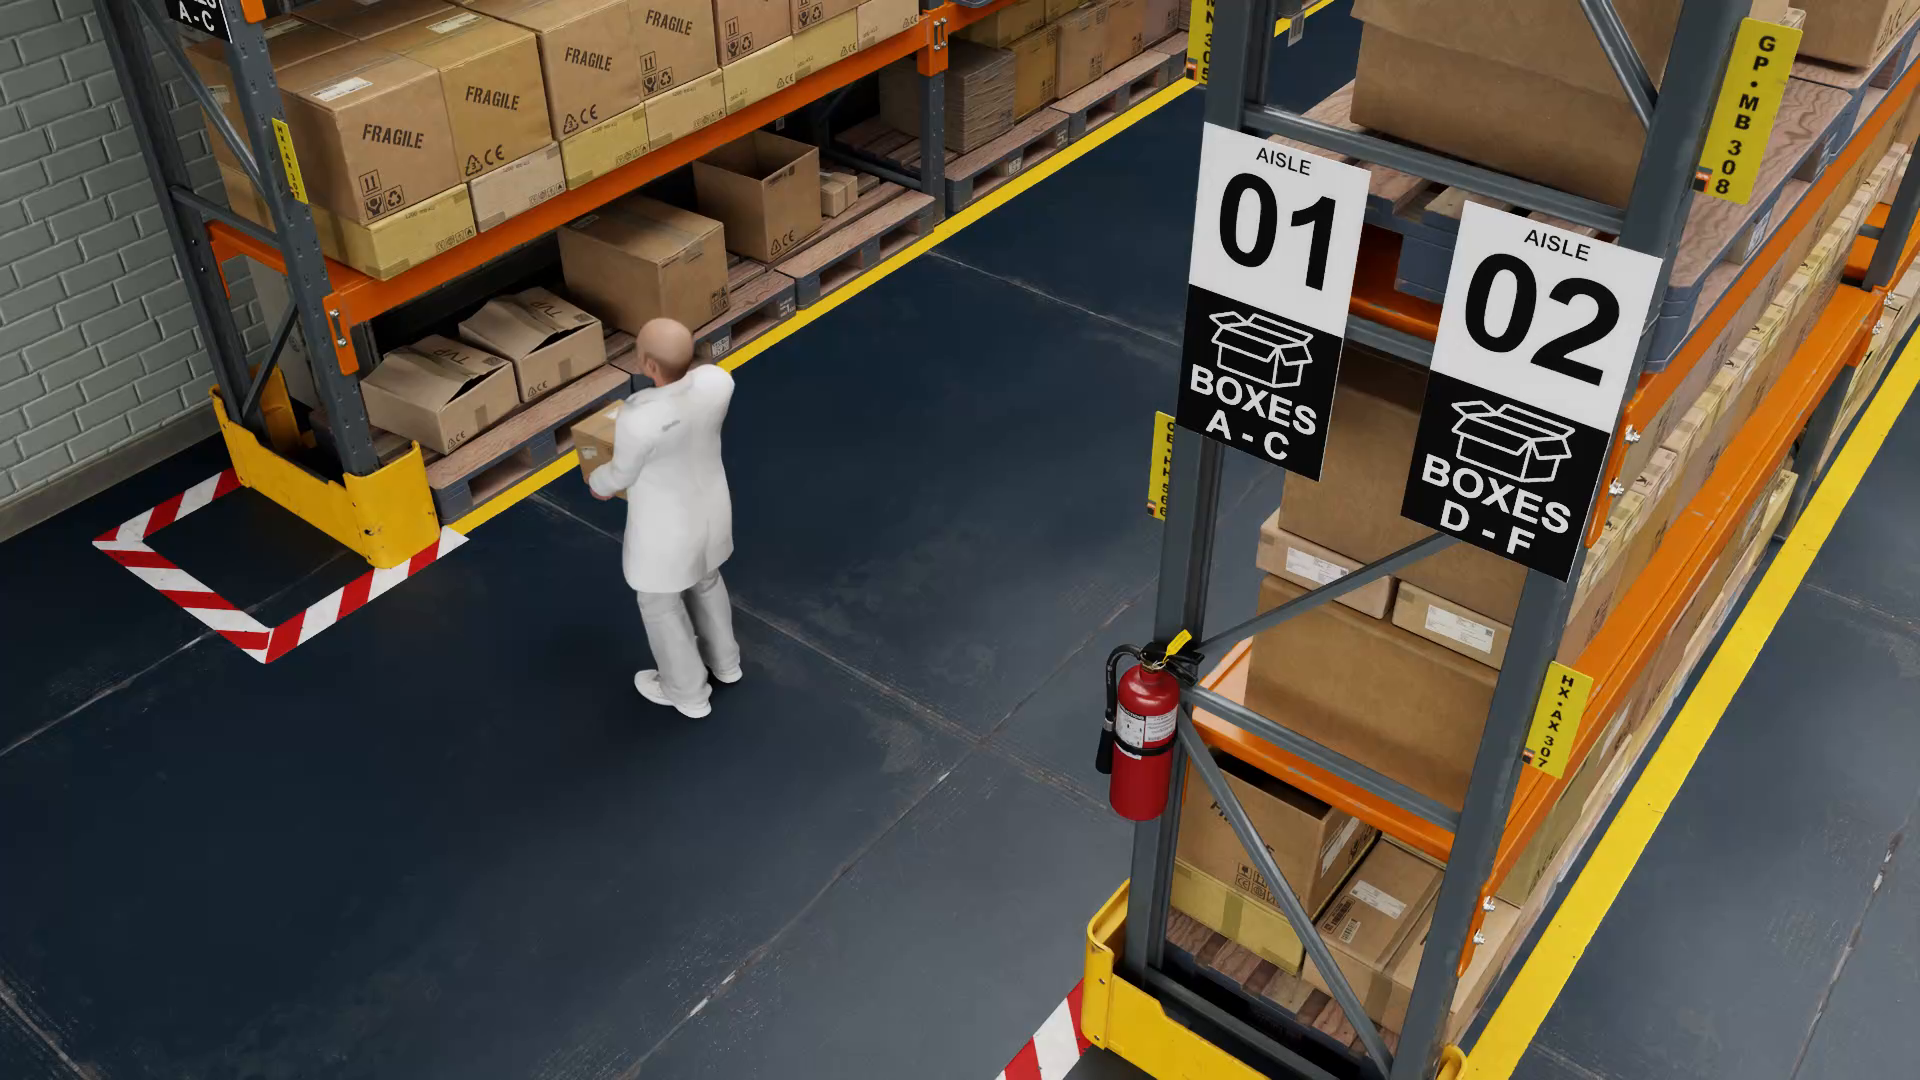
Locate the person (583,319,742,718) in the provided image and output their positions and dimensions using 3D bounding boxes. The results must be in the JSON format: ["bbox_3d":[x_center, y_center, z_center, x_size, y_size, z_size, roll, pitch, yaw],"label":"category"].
[{"bbox_3d":[-1.137,-0.123,6.326,0.555,1.770,0.528,26,45,29],"label":"person"}]
